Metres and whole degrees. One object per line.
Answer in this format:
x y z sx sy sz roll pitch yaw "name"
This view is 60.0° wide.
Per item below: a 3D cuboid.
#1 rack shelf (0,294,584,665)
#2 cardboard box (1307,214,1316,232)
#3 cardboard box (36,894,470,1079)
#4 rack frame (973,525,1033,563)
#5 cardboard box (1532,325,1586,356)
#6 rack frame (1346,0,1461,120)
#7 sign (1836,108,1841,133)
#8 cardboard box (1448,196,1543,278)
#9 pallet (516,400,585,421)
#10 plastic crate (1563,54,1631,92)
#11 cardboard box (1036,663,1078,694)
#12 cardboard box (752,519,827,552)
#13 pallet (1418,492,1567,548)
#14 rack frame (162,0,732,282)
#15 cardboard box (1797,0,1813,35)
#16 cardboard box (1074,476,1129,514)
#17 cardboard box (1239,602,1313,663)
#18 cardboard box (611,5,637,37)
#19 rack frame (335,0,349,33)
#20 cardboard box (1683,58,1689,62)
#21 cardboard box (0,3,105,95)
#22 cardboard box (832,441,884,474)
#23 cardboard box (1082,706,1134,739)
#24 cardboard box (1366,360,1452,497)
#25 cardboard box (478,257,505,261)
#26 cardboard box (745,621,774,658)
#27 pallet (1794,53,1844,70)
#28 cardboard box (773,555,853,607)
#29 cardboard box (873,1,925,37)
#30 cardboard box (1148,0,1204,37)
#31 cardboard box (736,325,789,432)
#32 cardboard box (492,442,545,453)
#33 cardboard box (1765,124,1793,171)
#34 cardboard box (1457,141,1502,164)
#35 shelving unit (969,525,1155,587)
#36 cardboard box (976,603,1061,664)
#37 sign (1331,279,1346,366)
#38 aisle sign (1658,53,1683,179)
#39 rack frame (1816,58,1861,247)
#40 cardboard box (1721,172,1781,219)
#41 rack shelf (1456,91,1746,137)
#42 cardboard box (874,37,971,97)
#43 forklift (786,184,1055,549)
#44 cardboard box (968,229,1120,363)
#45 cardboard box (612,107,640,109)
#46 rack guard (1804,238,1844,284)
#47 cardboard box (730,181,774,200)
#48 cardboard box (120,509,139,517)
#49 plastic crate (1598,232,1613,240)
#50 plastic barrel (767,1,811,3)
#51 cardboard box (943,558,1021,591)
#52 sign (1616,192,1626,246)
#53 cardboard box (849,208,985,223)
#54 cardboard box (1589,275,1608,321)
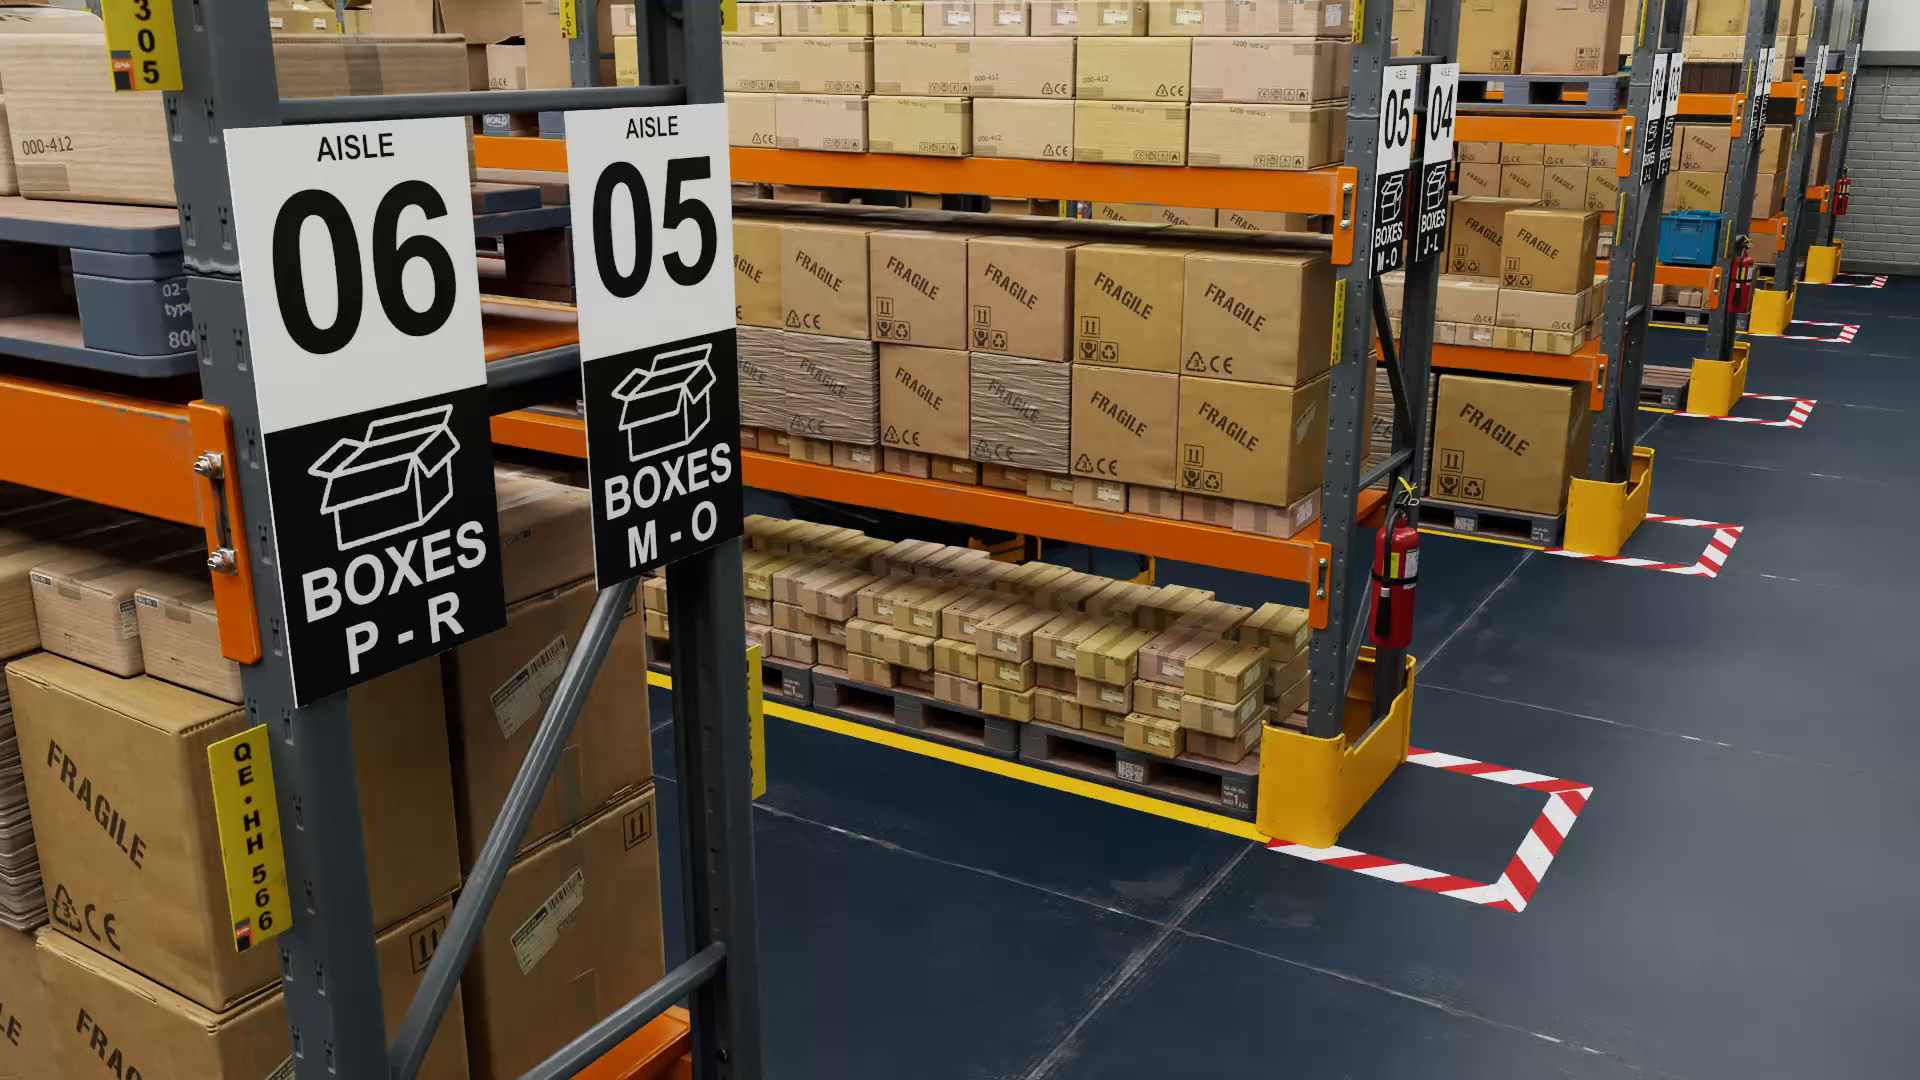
-2.429 -0.429 3.710 4.000 0.370 1.077 10 20 30 "rack shelf"
4.676 -4.285 22.581 0.500 0.250 0.500 10 19 29 "cardboard box"
-1.274 0.910 3.051 0.500 0.500 0.500 10 20 30 "cardboard box"
0.281 -0.541 10.583 0.500 1.500 0.032 -14 22 -39 "rack frame"
3.986 -1.341 11.066 0.250 0.149 0.380 11 20 31 "cardboard box"
1.780 -3.146 6.255 0.127 3.000 1.000 10 20 30 "rack frame"
11.943 -5.704 22.598 0.005 0.325 0.100 10 20 30 "sign"
3.768 -2.134 11.700 0.500 0.500 0.500 10 19 29 "cardboard box"
-2.204 -0.944 9.659 1.213 0.211 1.003 10 20 30 "pallet"
5.896 -4.421 15.720 0.767 0.338 0.504 10 20 30 "plastic crate"
0.562 0.591 7.945 0.250 0.149 0.380 10 19 29 "cardboard box"
-0.951 0.013 9.335 0.250 0.149 0.380 10 20 31 "cardboard box"
3.739 -0.256 11.862 1.213 0.211 1.003 10 20 30 "pallet"
-0.725 -1.904 2.168 0.127 3.000 1.000 10 20 30 "rack frame"
11.472 -7.183 22.781 0.500 0.500 0.500 10 20 30 "cardboard box"
0.711 -0.249 7.473 0.250 0.149 0.380 11 20 32 "cardboard box"
1.511 0.439 7.933 0.250 0.149 0.380 9 19 28 "cardboard box"
-1.507 -2.573 8.242 0.250 0.149 0.380 10 19 29 "cardboard box"
-5.764 -6.184 16.257 0.127 3.000 1.000 10 20 30 "rack frame"
8.220 -5.469 19.322 0.500 0.250 0.500 10 20 30 "cardboard box"
-1.974 -0.915 3.332 0.500 0.311 0.500 11 20 31 "cardboard box"
-0.411 -0.451 8.138 0.250 0.149 0.380 11 20 32 "cardboard box"
0.770 0.784 7.822 0.250 0.149 0.380 10 20 30 "cardboard box"
3.099 -0.889 12.079 0.875 0.875 0.875 10 20 30 "cardboard box"
-3.058 -1.659 10.370 0.250 0.149 0.380 11 20 32 "cardboard box"
-1.021 0.480 8.823 0.250 0.149 0.380 10 20 30 "cardboard box"
11.601 -6.672 23.176 1.213 0.211 1.003 10 20 30 "pallet"
-0.764 0.215 8.670 0.250 0.149 0.380 10 19 29 "cardboard box"
-0.183 -2.325 7.424 0.250 0.149 0.380 9 19 28 "cardboard box"
0.965 -2.147 6.840 0.250 0.149 0.380 9 19 28 "cardboard box"
-0.913 -0.863 8.376 0.500 0.500 0.500 10 20 30 "cardboard box"
-2.575 -0.506 10.173 0.500 0.250 0.500 11 20 32 "cardboard box"
9.409 -4.600 19.472 0.500 0.500 0.500 11 20 32 "cardboard box"
6.495 -4.935 20.573 0.500 0.500 0.500 11 20 31 "cardboard box"
0.624 -0.429 10.213 0.587 1.500 1.083 -14 22 -39 "shelving unit"
0.279 0.443 7.921 0.250 0.149 0.380 11 20 32 "cardboard box"
1.472 -0.846 6.470 0.005 0.325 0.100 10 20 30 "sign"
4.680 -2.796 10.951 0.004 0.787 0.394 10 20 30 "aisle sign"
12.239 -5.169 23.236 0.127 3.000 1.000 10 20 30 "rack frame"
9.125 -3.990 19.183 0.500 0.500 0.500 11 20 32 "cardboard box"
5.350 -4.110 15.828 4.000 0.370 1.077 10 20 30 "rack shelf"
-0.041 -2.121 7.439 0.500 0.250 0.500 9 19 28 "cardboard box"
-0.567 -1.608 11.631 1.130 2.935 3.031 -14 22 -39 "forklift"
0.380 -1.106 7.457 0.500 0.500 0.500 11 20 33 "cardboard box"
-1.372 -2.111 8.268 0.500 0.250 0.500 11 20 33 "cardboard box"
12.259 -3.969 23.587 0.348 0.500 1.175 10 20 30 "rack guard"
-1.741 -3.118 14.586 0.637 0.503 0.797 11 20 32 "cardboard box"
-1.789 -0.146 3.692 0.250 0.149 0.380 10 20 31 "cardboard box"
6.208 -2.909 16.148 0.298 0.136 0.250 10 20 30 "plastic crate"
-2.067 -6.092 20.253 0.600 0.901 0.600 0 17 0 "plastic barrel"
0.115 0.230 8.623 0.250 0.149 0.380 10 20 30 "cardboard box"
4.166 -2.023 10.482 0.005 0.325 0.100 10 20 30 "sign"
-0.215 -1.389 8.389 0.500 0.500 0.500 11 20 31 "cardboard box"
4.194 -1.699 11.559 0.500 0.250 0.500 10 19 29 "cardboard box"
